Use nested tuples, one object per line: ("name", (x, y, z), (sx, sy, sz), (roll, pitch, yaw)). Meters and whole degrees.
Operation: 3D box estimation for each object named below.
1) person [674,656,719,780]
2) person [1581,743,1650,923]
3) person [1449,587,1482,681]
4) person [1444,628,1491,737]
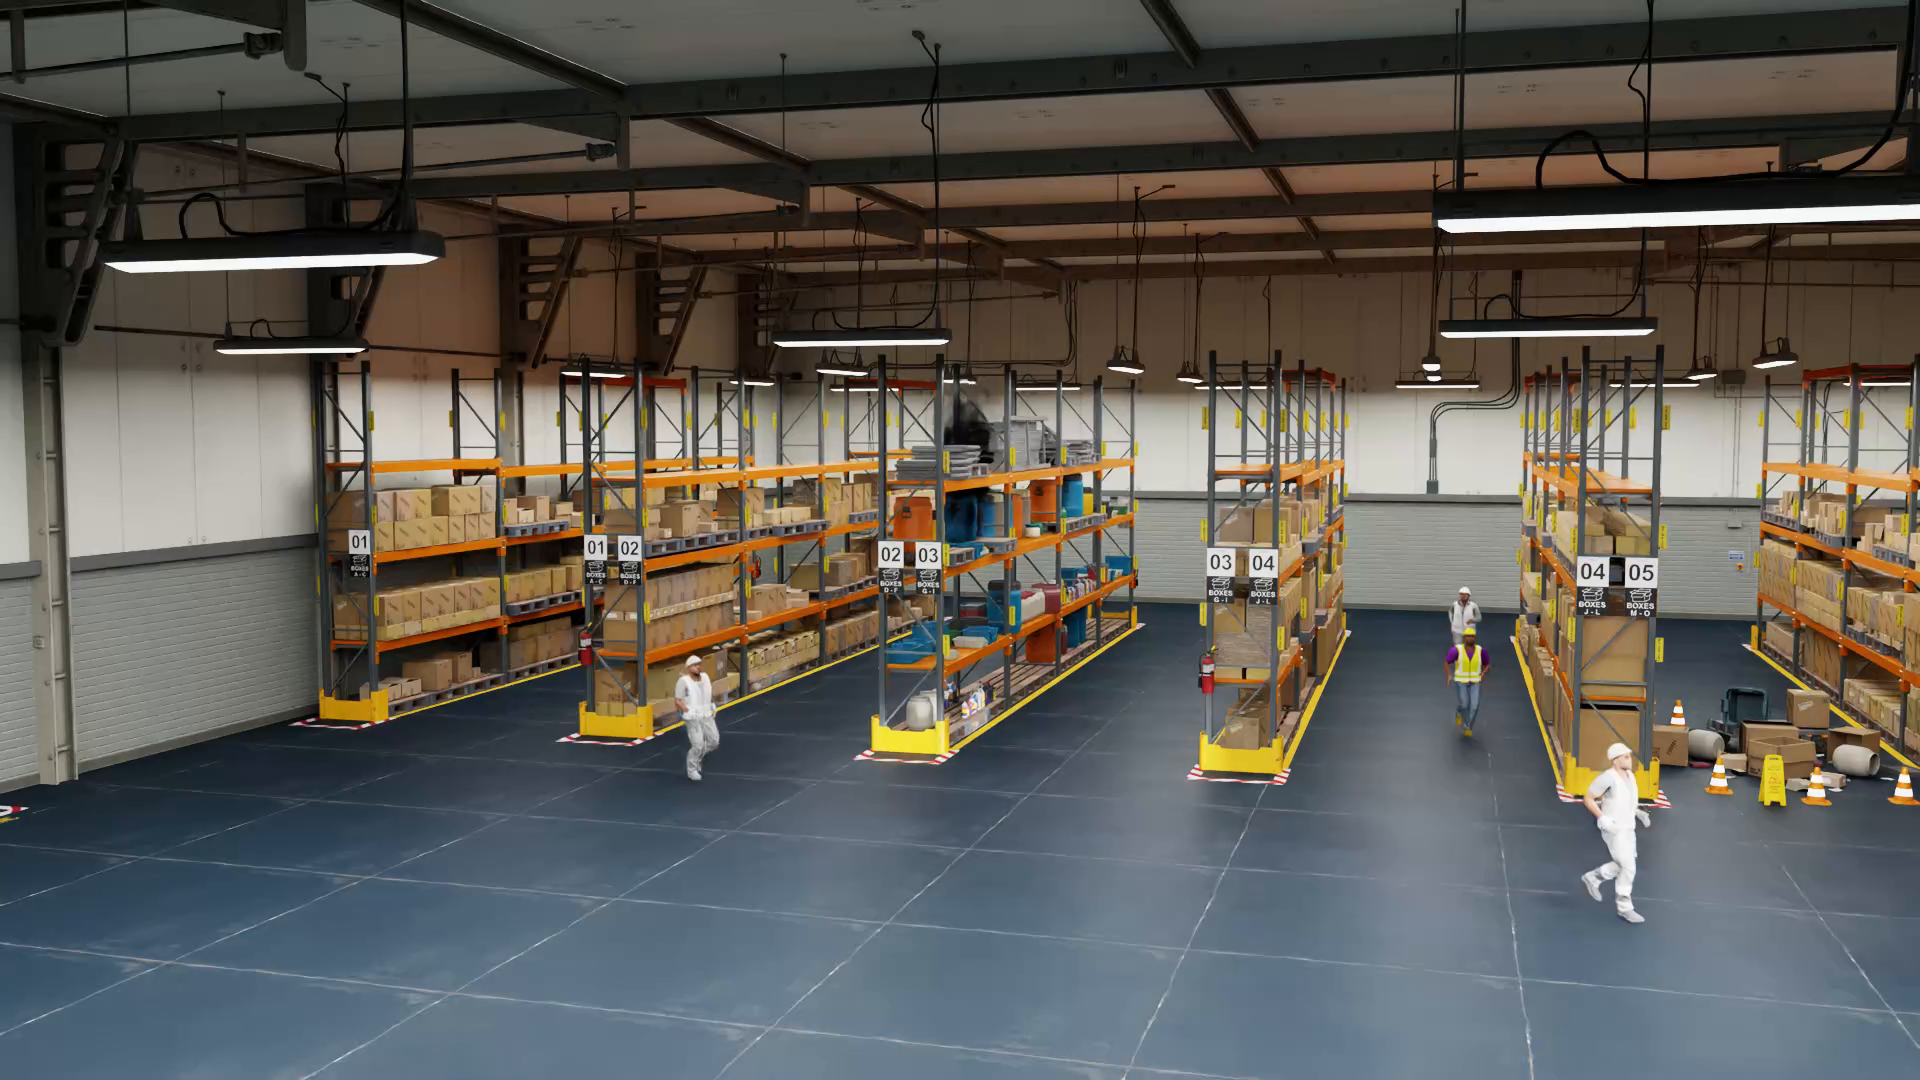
("person", (-3.637, 2.478, 23.185), (0.525, 1.739, 0.690), (4, 6, 45))
("person", (6.607, 2.924, 16.839), (0.672, 1.771, 0.755), (-3, 5, -37))
("person", (9.798, 1.818, 32.270), (0.644, 1.823, 0.793), (1, 4, 20))
("person", (8.094, 2.259, 26.474), (0.711, 1.724, 0.583), (1, 4, 8))
